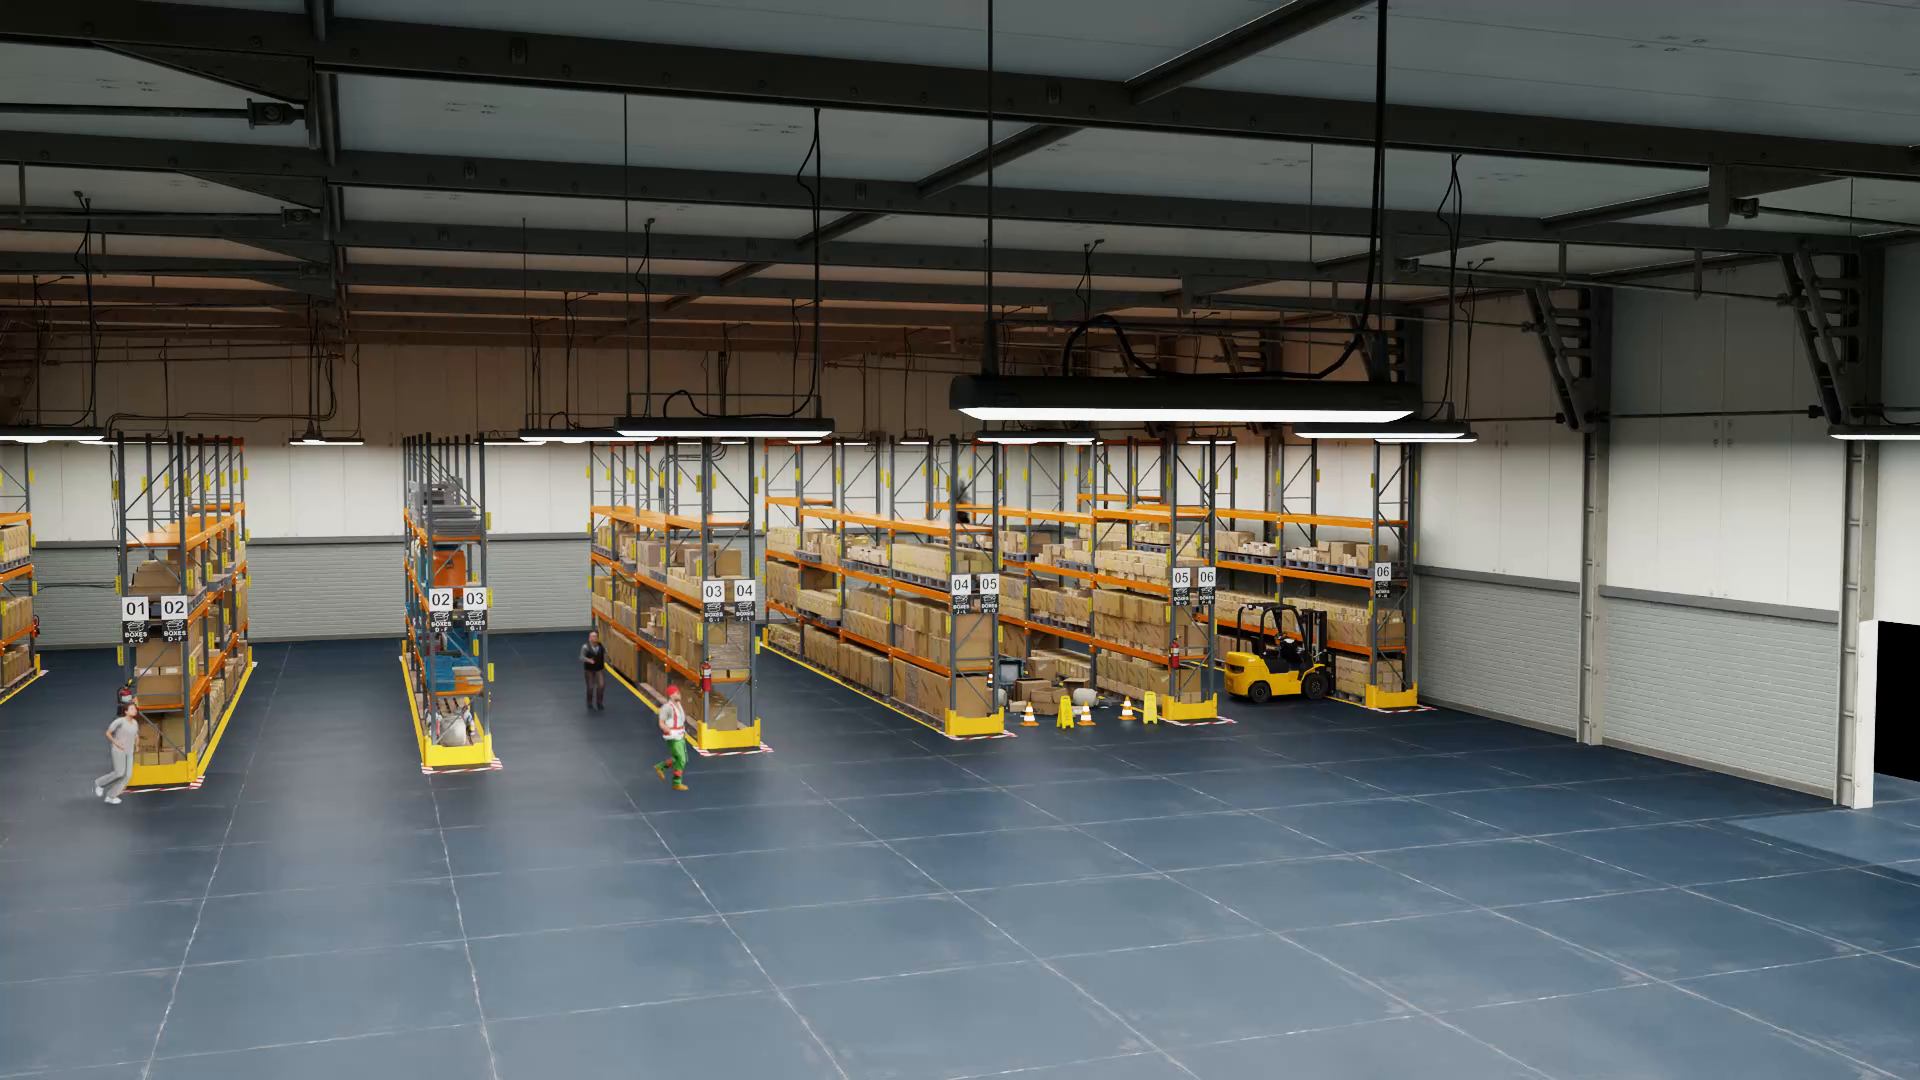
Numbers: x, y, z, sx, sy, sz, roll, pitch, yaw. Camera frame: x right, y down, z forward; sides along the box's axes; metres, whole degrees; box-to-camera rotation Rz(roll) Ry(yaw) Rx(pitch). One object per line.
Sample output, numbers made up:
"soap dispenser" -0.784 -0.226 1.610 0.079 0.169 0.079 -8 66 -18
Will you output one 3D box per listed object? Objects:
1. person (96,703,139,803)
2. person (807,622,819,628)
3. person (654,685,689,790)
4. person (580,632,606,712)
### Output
"person" -13.647 3.433 27.033 0.589 1.582 0.628 1 3 23
"person" -4.376 2.080 50.156 0.724 1.811 0.653 -1 3 -19
"person" -4.864 3.307 27.903 0.672 1.750 0.675 1 3 16
"person" -7.964 2.873 36.175 0.609 1.758 0.772 -1 3 -23
